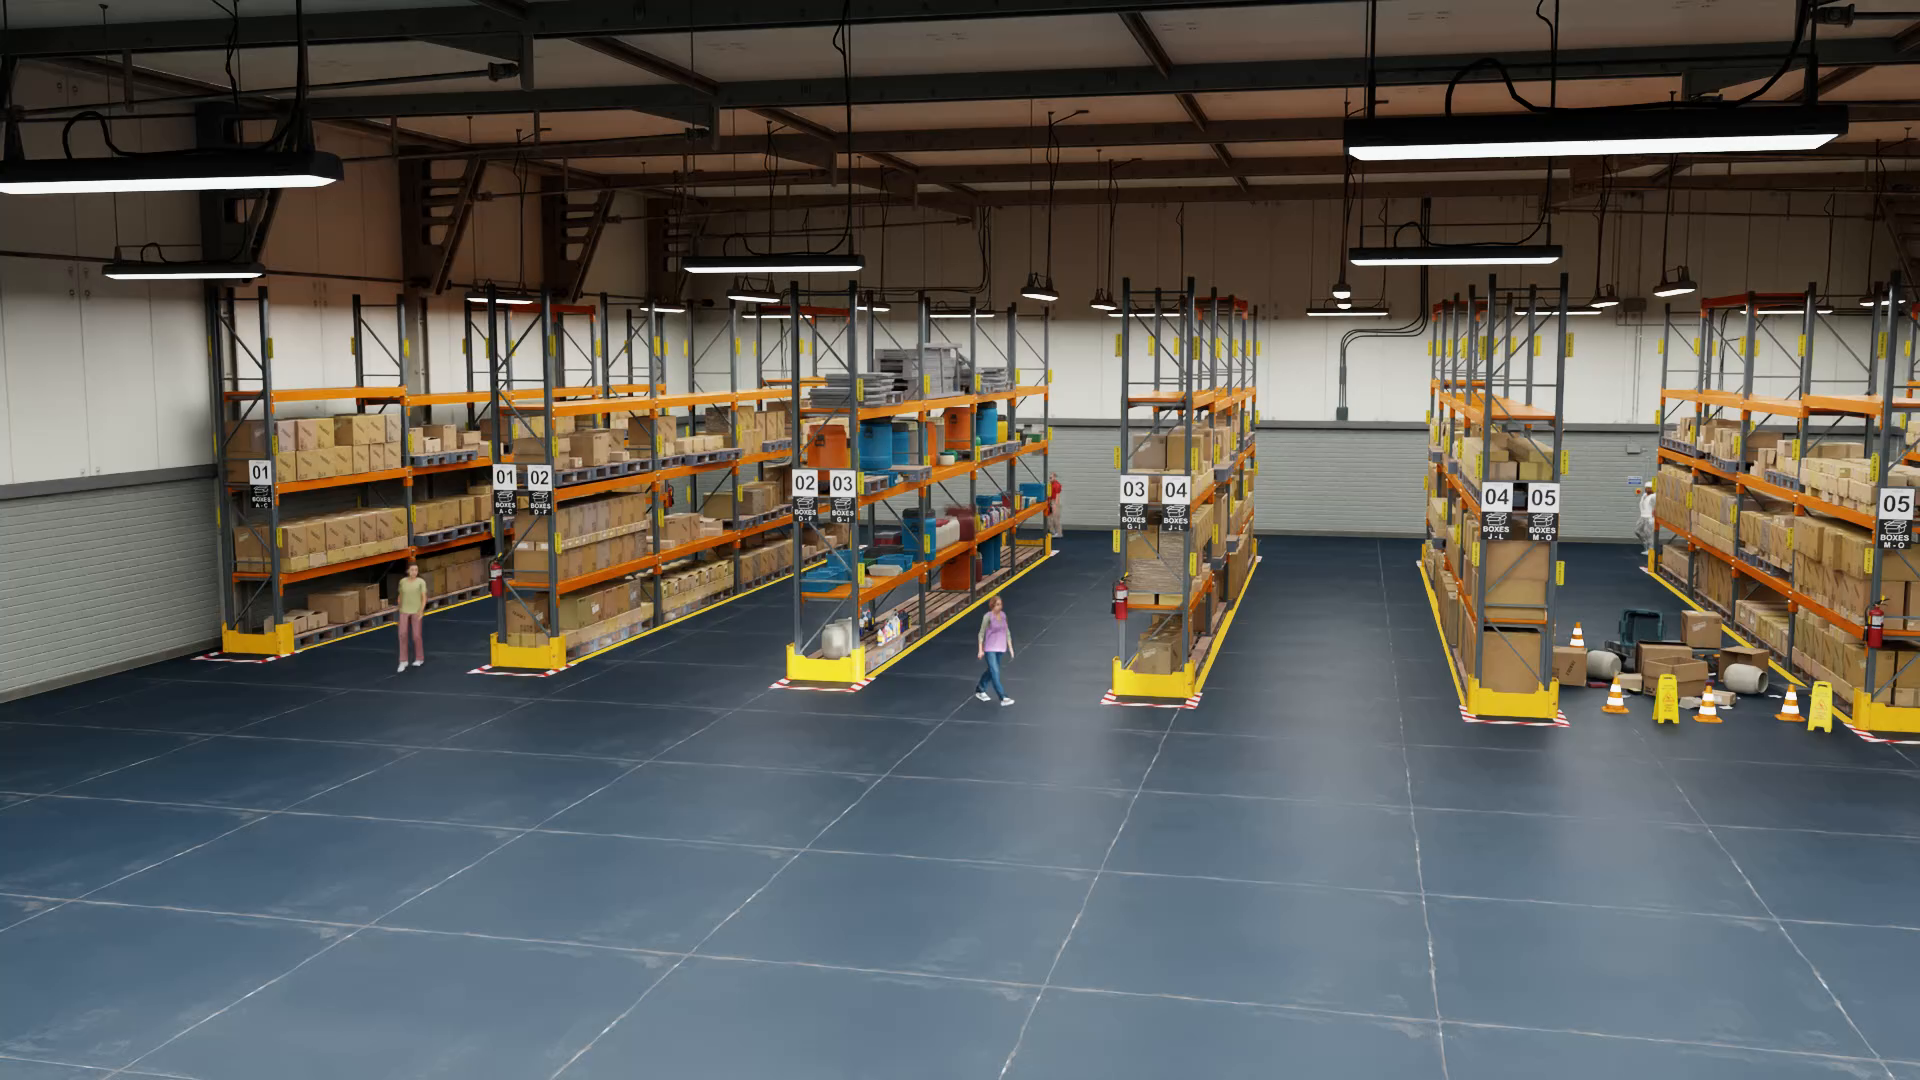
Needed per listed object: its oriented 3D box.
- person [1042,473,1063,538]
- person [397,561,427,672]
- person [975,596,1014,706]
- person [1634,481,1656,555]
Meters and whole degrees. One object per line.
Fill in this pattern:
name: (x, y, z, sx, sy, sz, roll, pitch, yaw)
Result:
person: (2.469, -0.892, 43.977, 0.493, 1.782, 0.593, -2, 7, -13)
person: (-8.621, 1.191, 26.099, 0.466, 1.687, 0.690, -1, 7, -8)
person: (0.524, 1.544, 23.299, 0.454, 1.538, 0.992, -6, 9, -43)
person: (16.633, -0.524, 40.287, 0.448, 1.794, 0.605, -1, 7, -8)
